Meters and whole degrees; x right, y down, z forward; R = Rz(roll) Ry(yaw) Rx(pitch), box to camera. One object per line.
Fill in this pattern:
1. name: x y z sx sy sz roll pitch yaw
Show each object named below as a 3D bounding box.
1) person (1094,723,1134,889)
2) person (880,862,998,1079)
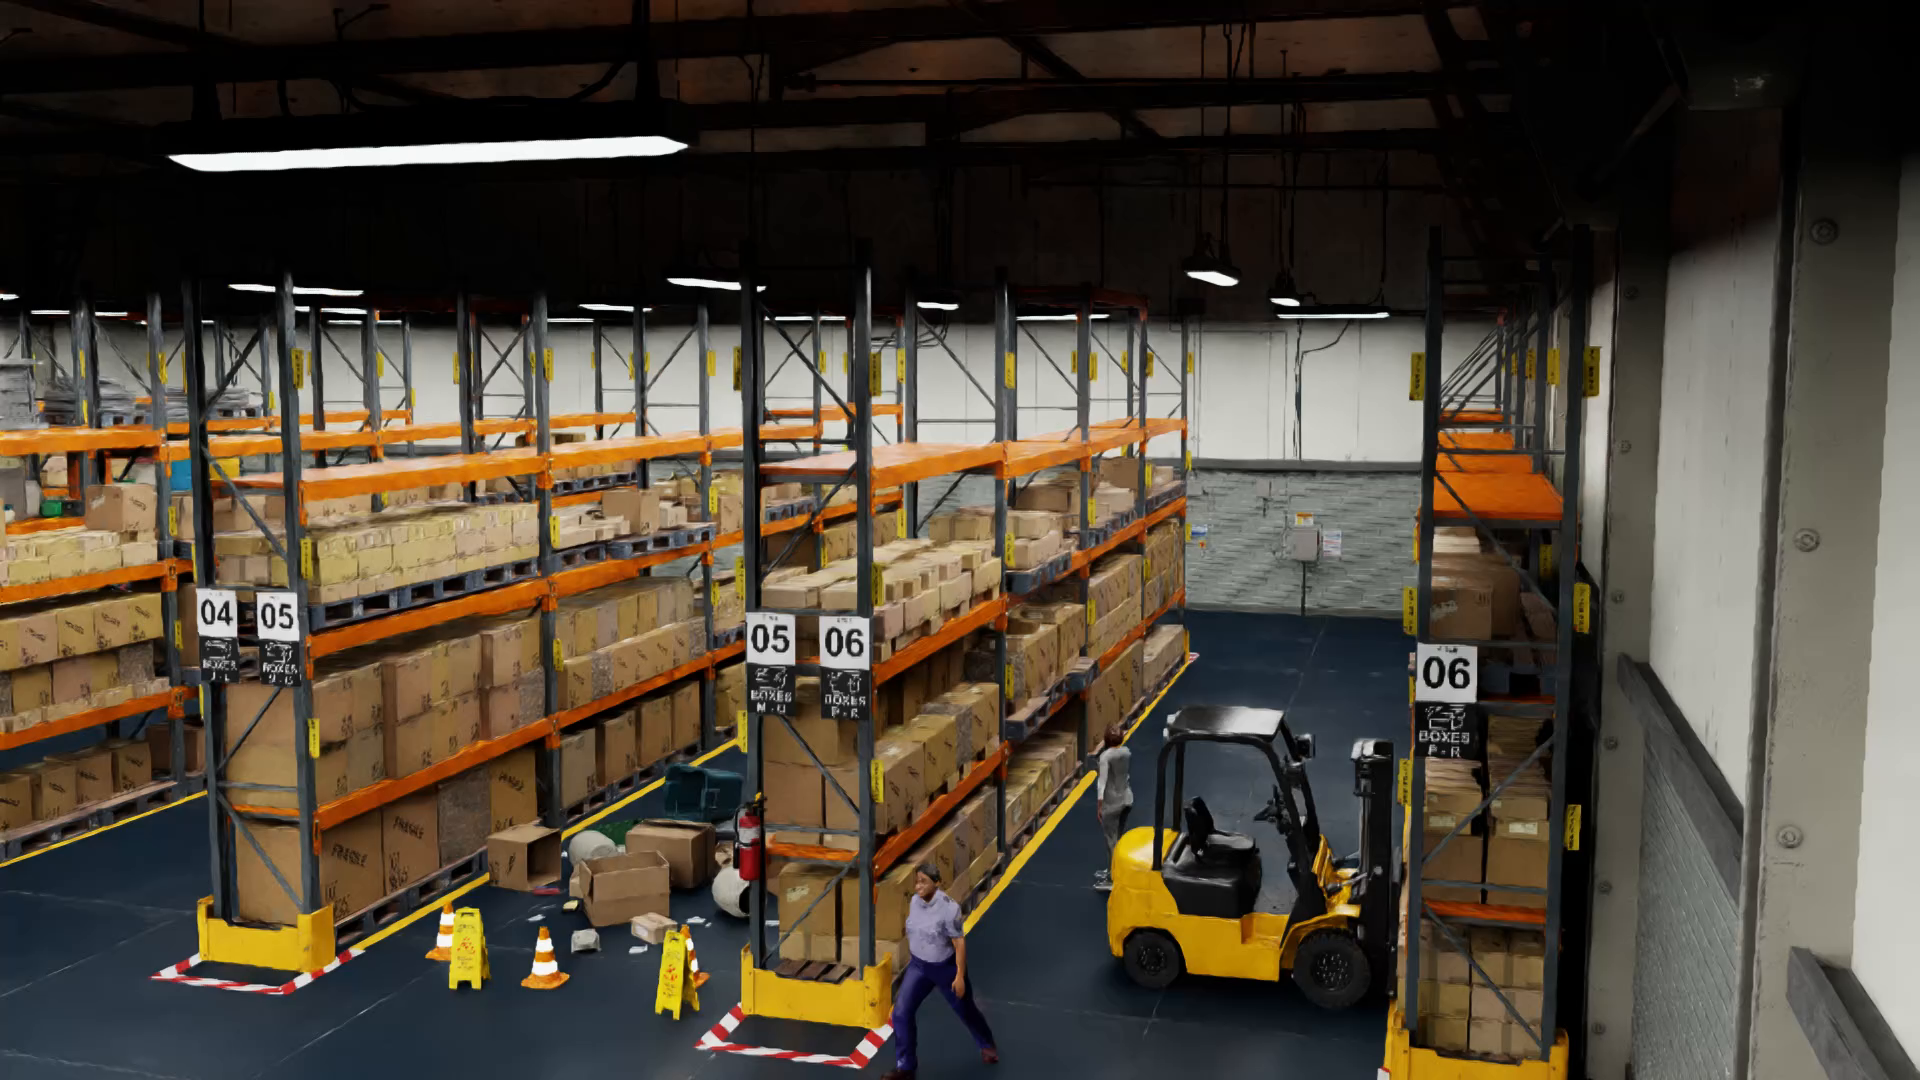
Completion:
1. person: 1.465 2.564 16.112 0.467 1.599 0.449 -6 9 -42
2. person: -0.123 3.052 11.898 0.534 1.582 0.935 5 8 37
